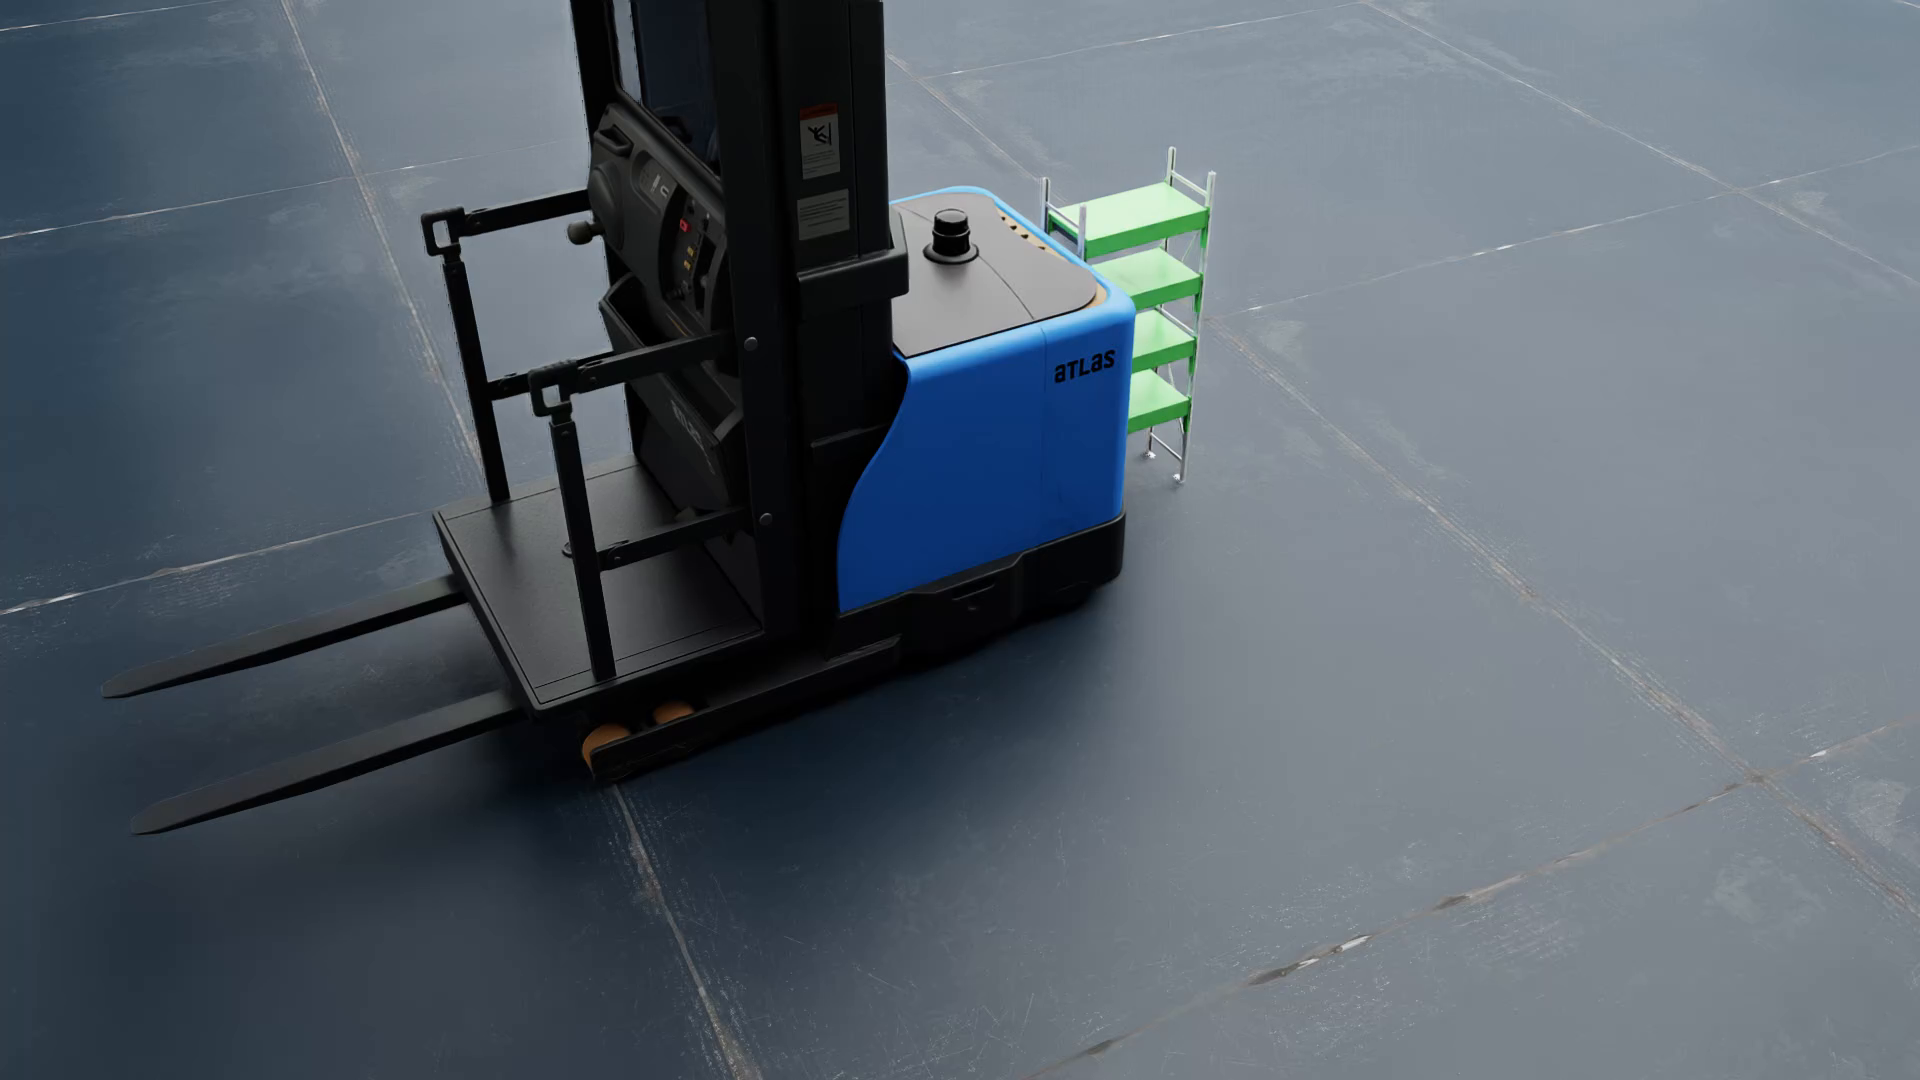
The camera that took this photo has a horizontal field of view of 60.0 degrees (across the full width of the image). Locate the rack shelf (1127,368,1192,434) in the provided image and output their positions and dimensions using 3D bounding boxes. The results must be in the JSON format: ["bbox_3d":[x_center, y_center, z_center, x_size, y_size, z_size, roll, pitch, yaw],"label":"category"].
[{"bbox_3d":[0.540,-0.435,5.839,0.480,0.148,0.258,-18,40,-23],"label":"rack shelf"}]

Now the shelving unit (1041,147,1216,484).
[{"bbox_3d":[0.540,-0.679,5.658,0.503,1.200,0.258,-18,40,-23],"label":"shelving unit"}]

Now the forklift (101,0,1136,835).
[{"bbox_3d":[-1.001,-0.843,4.427,3.031,2.935,1.130,-18,40,-23],"label":"forklift"}]

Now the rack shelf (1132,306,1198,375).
[{"bbox_3d":[0.540,-0.628,5.696,0.480,0.148,0.258,-18,40,-23],"label":"rack shelf"}]

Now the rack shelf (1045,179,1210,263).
[{"bbox_3d":[0.540,-1.013,5.410,0.480,0.148,0.258,-18,40,-23],"label":"rack shelf"}]

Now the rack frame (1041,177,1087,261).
[{"bbox_3d":[0.327,-0.608,5.562,0.015,1.200,0.240,-18,40,-23],"label":"rack frame"}]

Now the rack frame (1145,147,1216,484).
[{"bbox_3d":[0.753,-0.750,5.754,0.015,1.200,0.240,-18,40,-23],"label":"rack frame"}]

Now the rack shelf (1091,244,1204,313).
[{"bbox_3d":[0.540,-0.820,5.553,0.480,0.148,0.258,-18,40,-23],"label":"rack shelf"}]
